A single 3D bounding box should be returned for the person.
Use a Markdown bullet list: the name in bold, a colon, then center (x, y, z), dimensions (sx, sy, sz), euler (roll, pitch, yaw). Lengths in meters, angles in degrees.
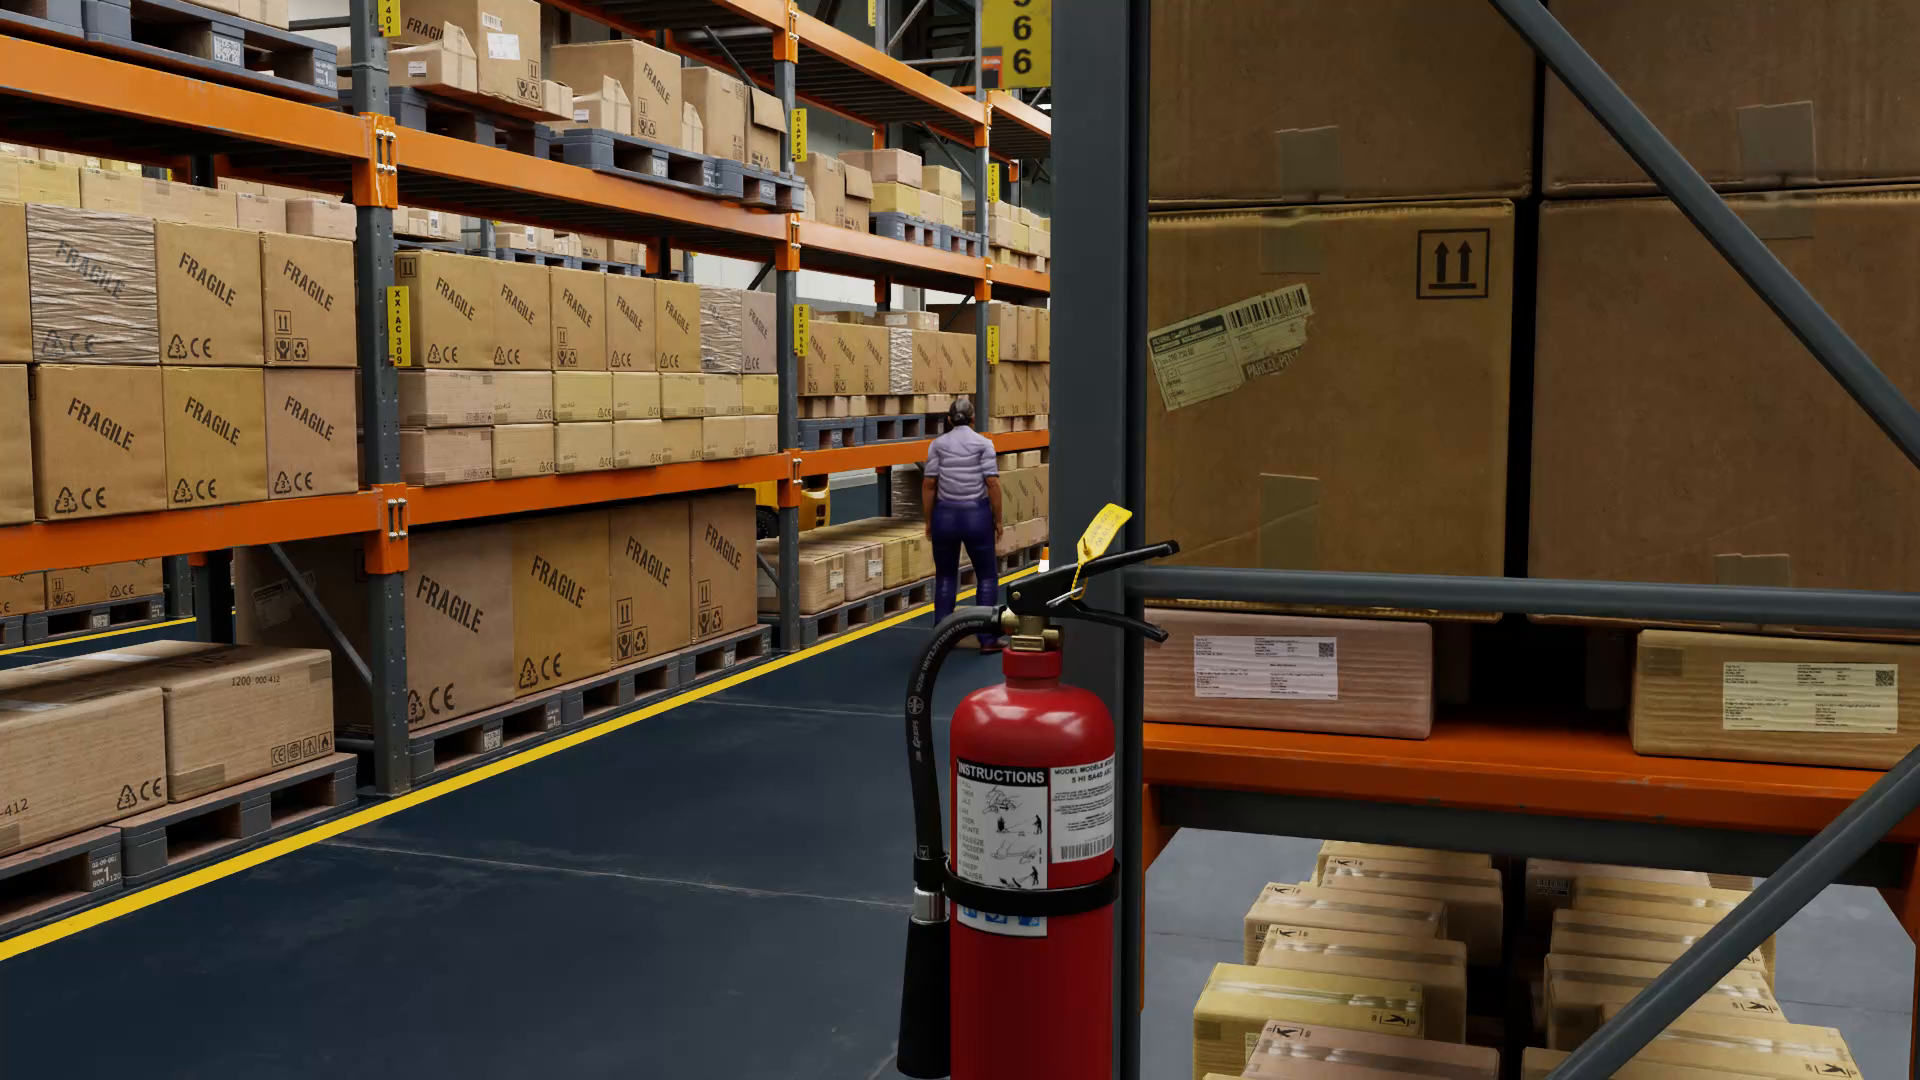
- **person**: center (0.034, -0.095, 10.811), dimensions (0.557, 1.650, 0.372), euler (1, 5, 13)
